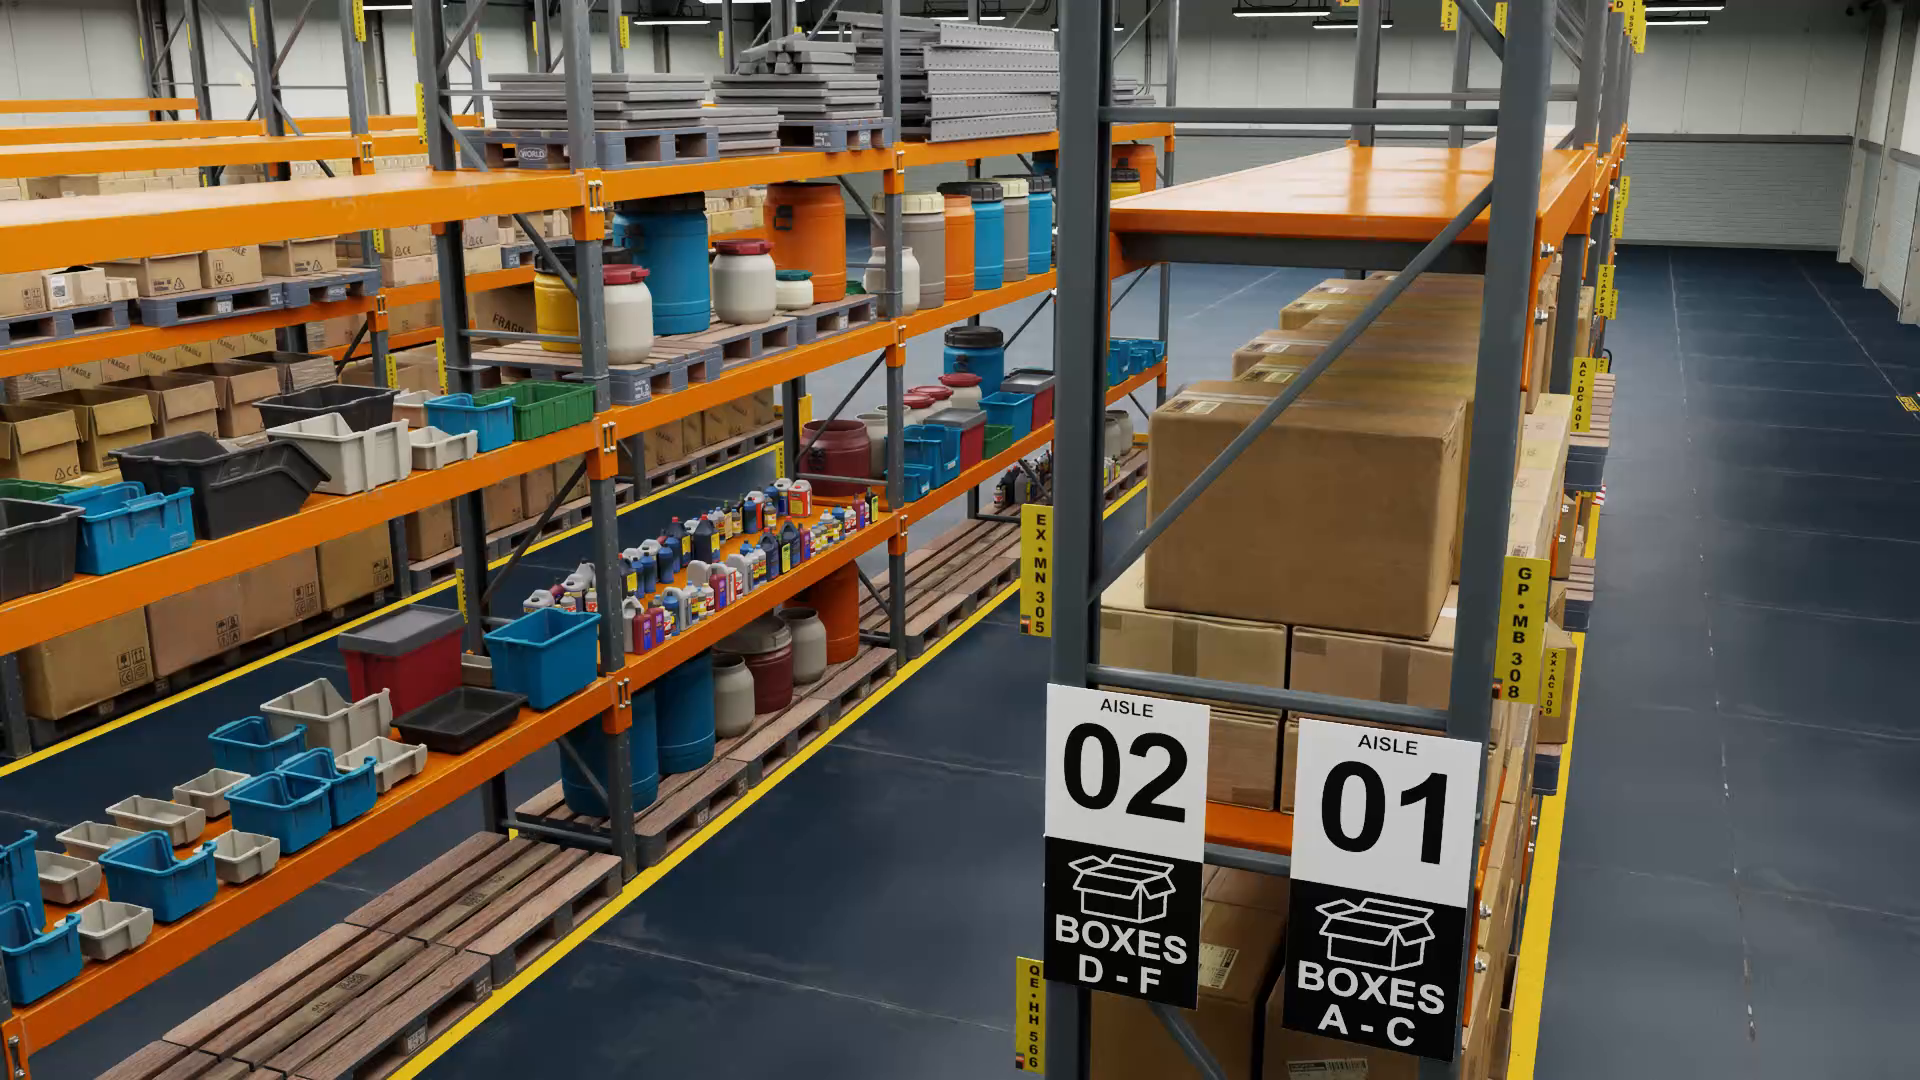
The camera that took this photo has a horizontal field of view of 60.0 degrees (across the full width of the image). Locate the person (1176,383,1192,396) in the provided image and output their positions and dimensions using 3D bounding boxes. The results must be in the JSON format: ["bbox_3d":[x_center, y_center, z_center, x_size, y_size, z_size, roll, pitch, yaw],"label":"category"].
[{"bbox_3d":[2.336,-0.819,17.076,0.414,1.572,0.399,8,17,26],"label":"person"}]
